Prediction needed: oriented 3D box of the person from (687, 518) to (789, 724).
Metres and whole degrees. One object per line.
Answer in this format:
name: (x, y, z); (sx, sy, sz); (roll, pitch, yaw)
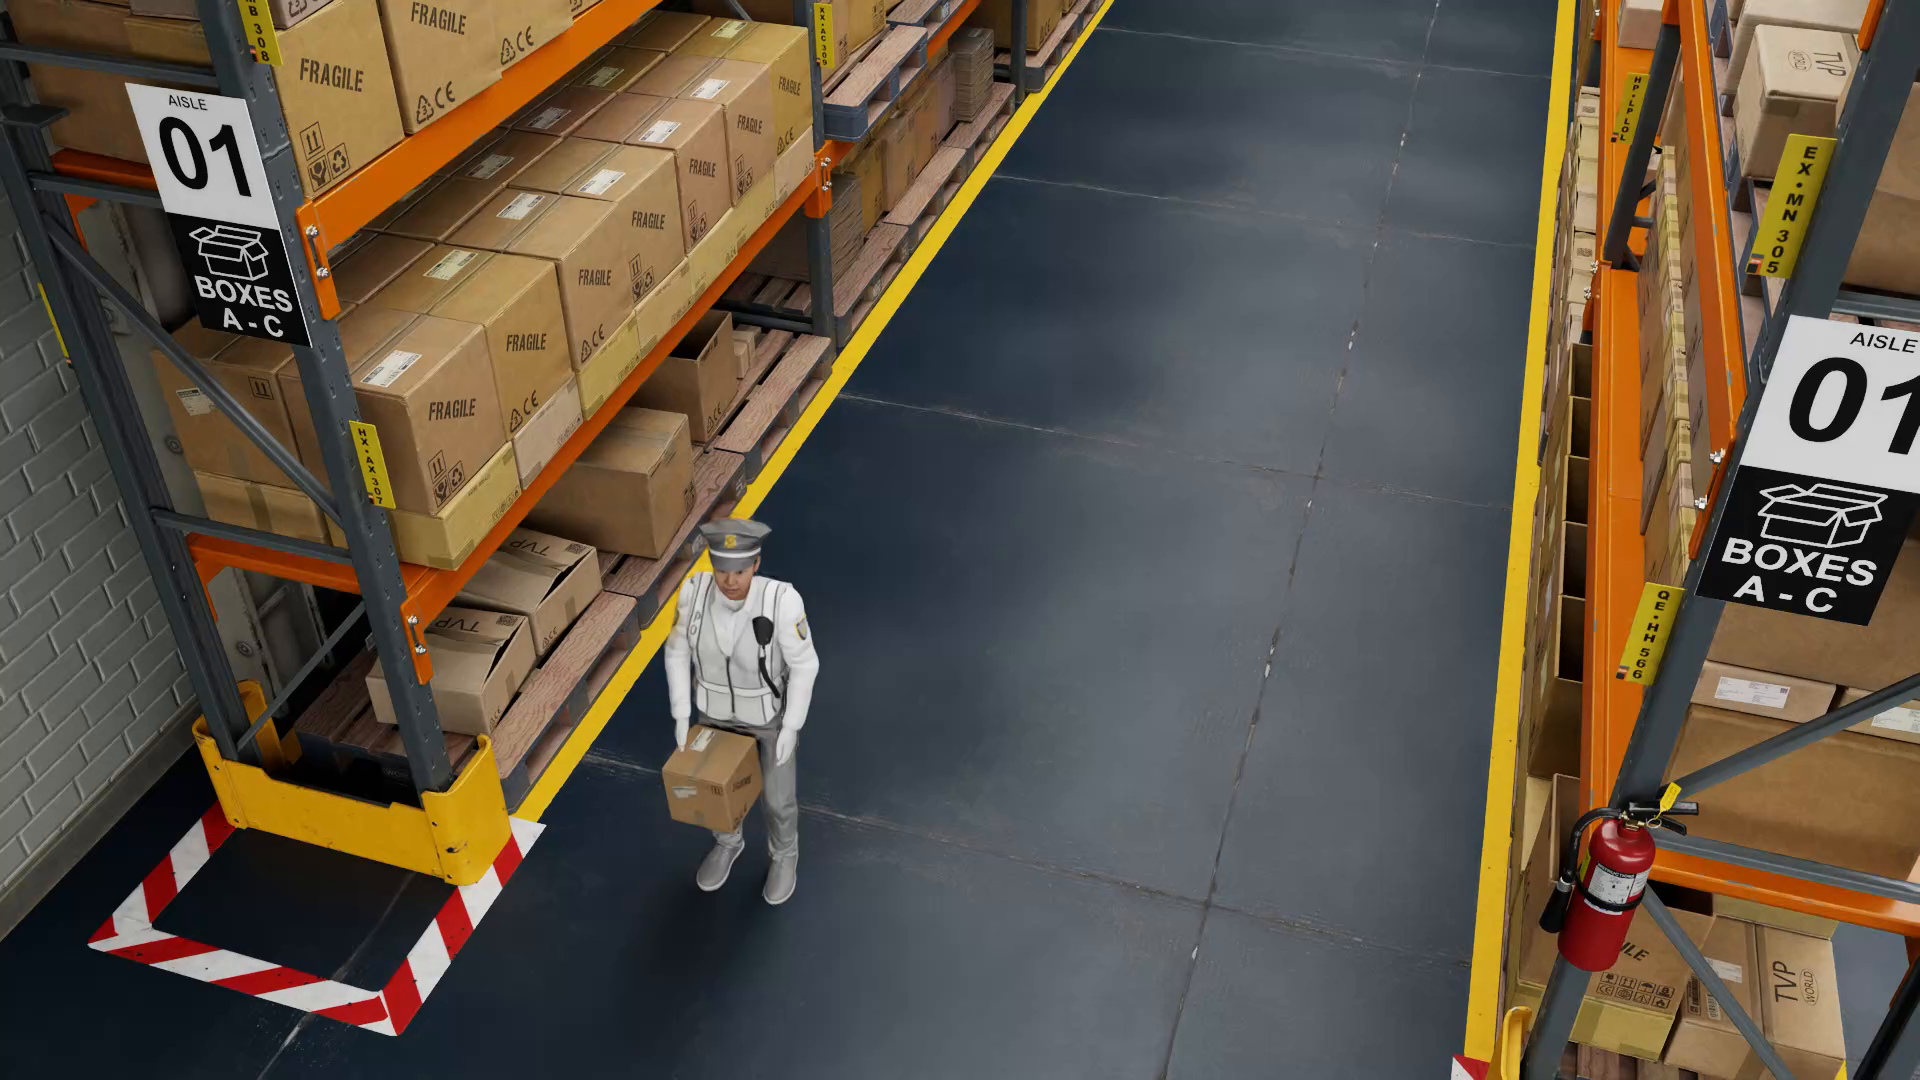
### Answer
person: (-0.767, 0.267, 5.801); (0.370, 0.833, 0.314); (6, 38, 8)
